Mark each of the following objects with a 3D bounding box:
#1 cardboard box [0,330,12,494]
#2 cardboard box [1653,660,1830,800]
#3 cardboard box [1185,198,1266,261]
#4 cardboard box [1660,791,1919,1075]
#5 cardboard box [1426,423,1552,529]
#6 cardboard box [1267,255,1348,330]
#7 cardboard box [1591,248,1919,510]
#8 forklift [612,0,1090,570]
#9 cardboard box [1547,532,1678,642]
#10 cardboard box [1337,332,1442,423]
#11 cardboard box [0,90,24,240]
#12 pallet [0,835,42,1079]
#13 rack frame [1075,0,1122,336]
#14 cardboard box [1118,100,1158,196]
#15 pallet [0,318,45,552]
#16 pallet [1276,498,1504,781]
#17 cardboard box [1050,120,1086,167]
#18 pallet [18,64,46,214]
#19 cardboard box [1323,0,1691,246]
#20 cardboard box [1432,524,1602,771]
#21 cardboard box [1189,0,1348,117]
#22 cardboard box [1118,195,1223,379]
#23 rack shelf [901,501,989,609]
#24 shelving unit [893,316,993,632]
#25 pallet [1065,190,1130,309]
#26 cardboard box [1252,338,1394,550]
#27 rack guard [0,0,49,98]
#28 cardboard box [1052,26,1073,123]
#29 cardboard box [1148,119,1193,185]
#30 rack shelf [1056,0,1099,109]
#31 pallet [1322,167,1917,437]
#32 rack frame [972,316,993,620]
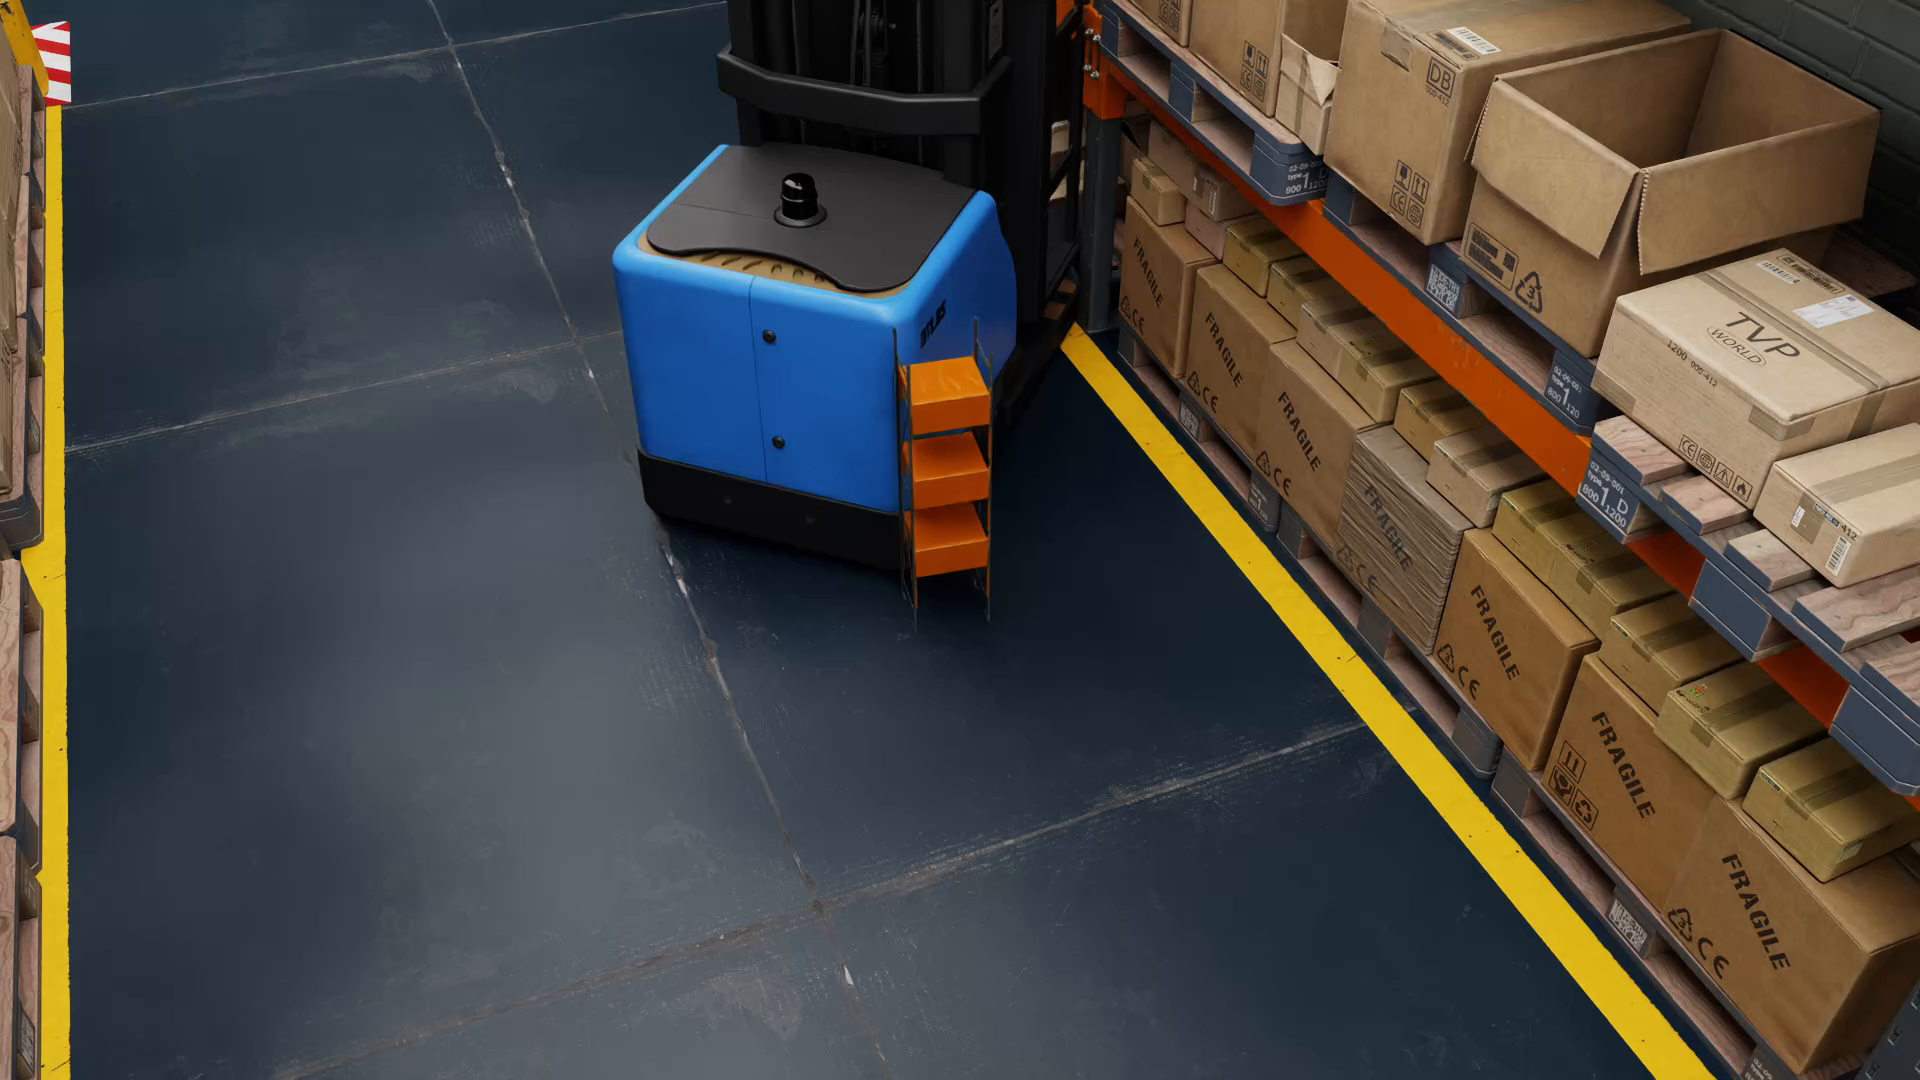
[{"bbox_3d":[-3.770,-0.473,5.643,0.875,0.438,0.875,-16,43,-17],"label":"cardboard box"},{"bbox_3d":[1.931,0.440,4.035,0.380,0.149,0.250,-17,44,-19],"label":"cardboard box"},{"bbox_3d":[1.025,-1.149,5.883,0.380,0.149,0.250,-16,43,-18],"label":"cardboard box"},{"bbox_3d":[2.126,0.876,4.026,0.500,0.500,0.500,-14,43,-16],"label":"cardboard box"},{"bbox_3d":[1.582,-0.209,4.790,0.380,0.149,0.250,-17,44,-19],"label":"cardboard box"},{"bbox_3d":[1.251,-0.835,5.518,0.380,0.149,0.250,-16,43,-18],"label":"cardboard box"},{"bbox_3d":[1.784,-0.369,3.671,0.500,0.250,0.500,-17,44,-19],"label":"cardboard box"},{"bbox_3d":[-0.117,-1.982,5.807,1.130,2.935,3.031,14,43,15],"label":"forklift"},{"bbox_3d":[1.811,0.100,4.431,0.380,0.149,0.250,-14,43,-16],"label":"cardboard box"},{"bbox_3d":[1.405,-0.525,5.158,0.380,0.149,0.250,-14,43,-15],"label":"cardboard box"},{"bbox_3d":[-4.456,-1.556,6.902,0.875,0.438,0.875,-14,43,-16],"label":"cardboard box"},{"bbox_3d":[-2.793,1.359,4.008,1.003,0.211,1.213,-15,43,-17],"label":"pallet"},{"bbox_3d":[0.956,-2.121,5.916,1.000,3.000,0.127,-15,43,-17],"label":"rack frame"},{"bbox_3d":[0.922,-1.718,7.187,0.500,0.311,0.500,-14,43,-15],"label":"cardboard box"},{"bbox_3d":[-3.847,-0.301,5.938,1.003,0.211,1.213,-15,43,-17],"label":"pallet"},{"bbox_3d":[1.773,0.153,5.411,1.003,0.211,1.213,-15,43,-17],"label":"pallet"},{"bbox_3d":[0.335,-1.721,7.226,0.396,0.266,0.258,-14,43,-15],"label":"cardboard box"},{"bbox_3d":[-4.781,-1.771,7.647,1.003,0.211,1.213,-15,43,-17],"label":"pallet"},{"bbox_3d":[1.433,-1.186,4.430,0.700,0.500,0.500,-15,43,-17],"label":"cardboard box"},{"bbox_3d":[1.742,0.257,4.746,0.500,0.500,0.500,-13,42,-15],"label":"cardboard box"},{"bbox_3d":[1.133,-1.659,4.980,0.700,0.500,0.500,-15,43,-16],"label":"cardboard box"},{"bbox_3d":[0.933,-0.985,6.190,0.500,0.500,0.500,-13,42,-15],"label":"cardboard box"},{"bbox_3d":[-0.049,0.038,5.343,0.240,0.259,0.215,-9,42,-11],"label":"rack shelf"},{"bbox_3d":[-0.050,-0.181,5.155,0.252,1.050,0.215,-9,42,-11],"label":"shelving unit"},{"bbox_3d":[0.694,-1.478,7.307,1.003,0.211,1.213,-15,43,-17],"label":"pallet"},{"bbox_3d":[1.333,-0.365,5.469,0.500,0.500,0.500,-16,43,-18],"label":"cardboard box"},{"bbox_3d":[-5.168,-2.357,8.107,1.175,0.500,0.348,-15,43,-17],"label":"rack guard"},{"bbox_3d":[0.260,-2.200,7.603,0.700,0.500,0.500,-17,43,-18],"label":"cardboard box"},{"bbox_3d":[0.904,-1.424,5.975,0.380,0.149,0.250,-16,43,-18],"label":"cardboard box"},{"bbox_3d":[0.191,-3.053,7.552,1.077,0.370,4.000,-15,43,-17],"label":"rack shelf"},{"bbox_3d":[1.738,-0.809,4.538,1.003,0.211,1.213,-15,43,-17],"label":"pallet"},{"bbox_3d":[0.069,-0.200,5.177,0.008,1.050,0.200,-9,42,-11],"label":"rack frame"}]
